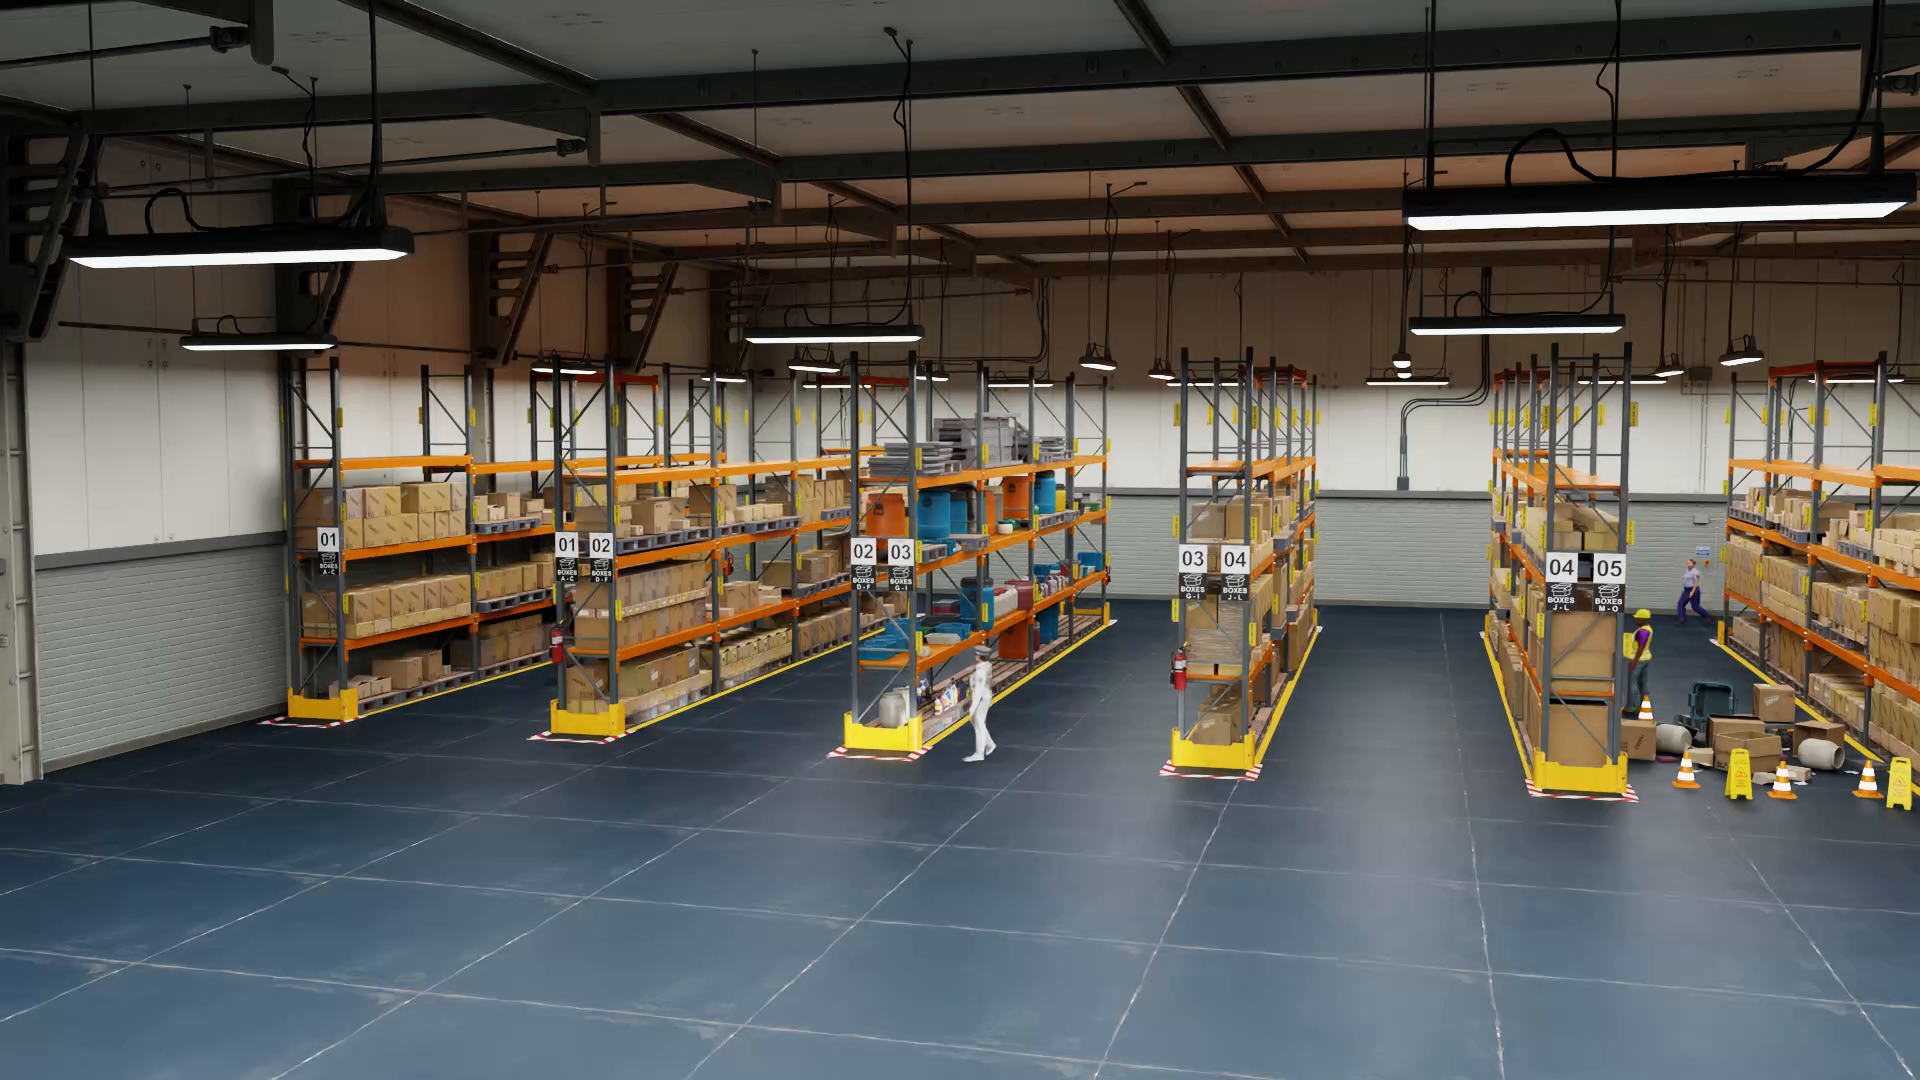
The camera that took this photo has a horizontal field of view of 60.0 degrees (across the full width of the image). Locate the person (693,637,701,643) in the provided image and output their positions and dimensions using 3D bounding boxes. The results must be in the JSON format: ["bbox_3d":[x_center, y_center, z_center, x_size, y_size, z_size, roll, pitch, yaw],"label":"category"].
[{"bbox_3d":[-5.738,1.472,36.673,0.420,1.696,0.482,2,5,22],"label":"person"}]

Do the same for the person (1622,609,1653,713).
[{"bbox_3d":[11.546,2.056,28.300,0.639,1.771,0.481,-4,6,-41],"label":"person"}]

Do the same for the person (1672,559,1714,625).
[{"bbox_3d":[17.661,1.257,40.059,0.904,1.581,0.550,0,4,1],"label":"person"}]

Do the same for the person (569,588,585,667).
[{"bbox_3d":[-7.323,1.774,32.075,0.480,1.713,0.545,-3,5,-33],"label":"person"}]

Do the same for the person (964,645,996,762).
[{"bbox_3d":[0.297,2.372,24.342,0.467,1.675,0.569,0,4,1],"label":"person"}]
